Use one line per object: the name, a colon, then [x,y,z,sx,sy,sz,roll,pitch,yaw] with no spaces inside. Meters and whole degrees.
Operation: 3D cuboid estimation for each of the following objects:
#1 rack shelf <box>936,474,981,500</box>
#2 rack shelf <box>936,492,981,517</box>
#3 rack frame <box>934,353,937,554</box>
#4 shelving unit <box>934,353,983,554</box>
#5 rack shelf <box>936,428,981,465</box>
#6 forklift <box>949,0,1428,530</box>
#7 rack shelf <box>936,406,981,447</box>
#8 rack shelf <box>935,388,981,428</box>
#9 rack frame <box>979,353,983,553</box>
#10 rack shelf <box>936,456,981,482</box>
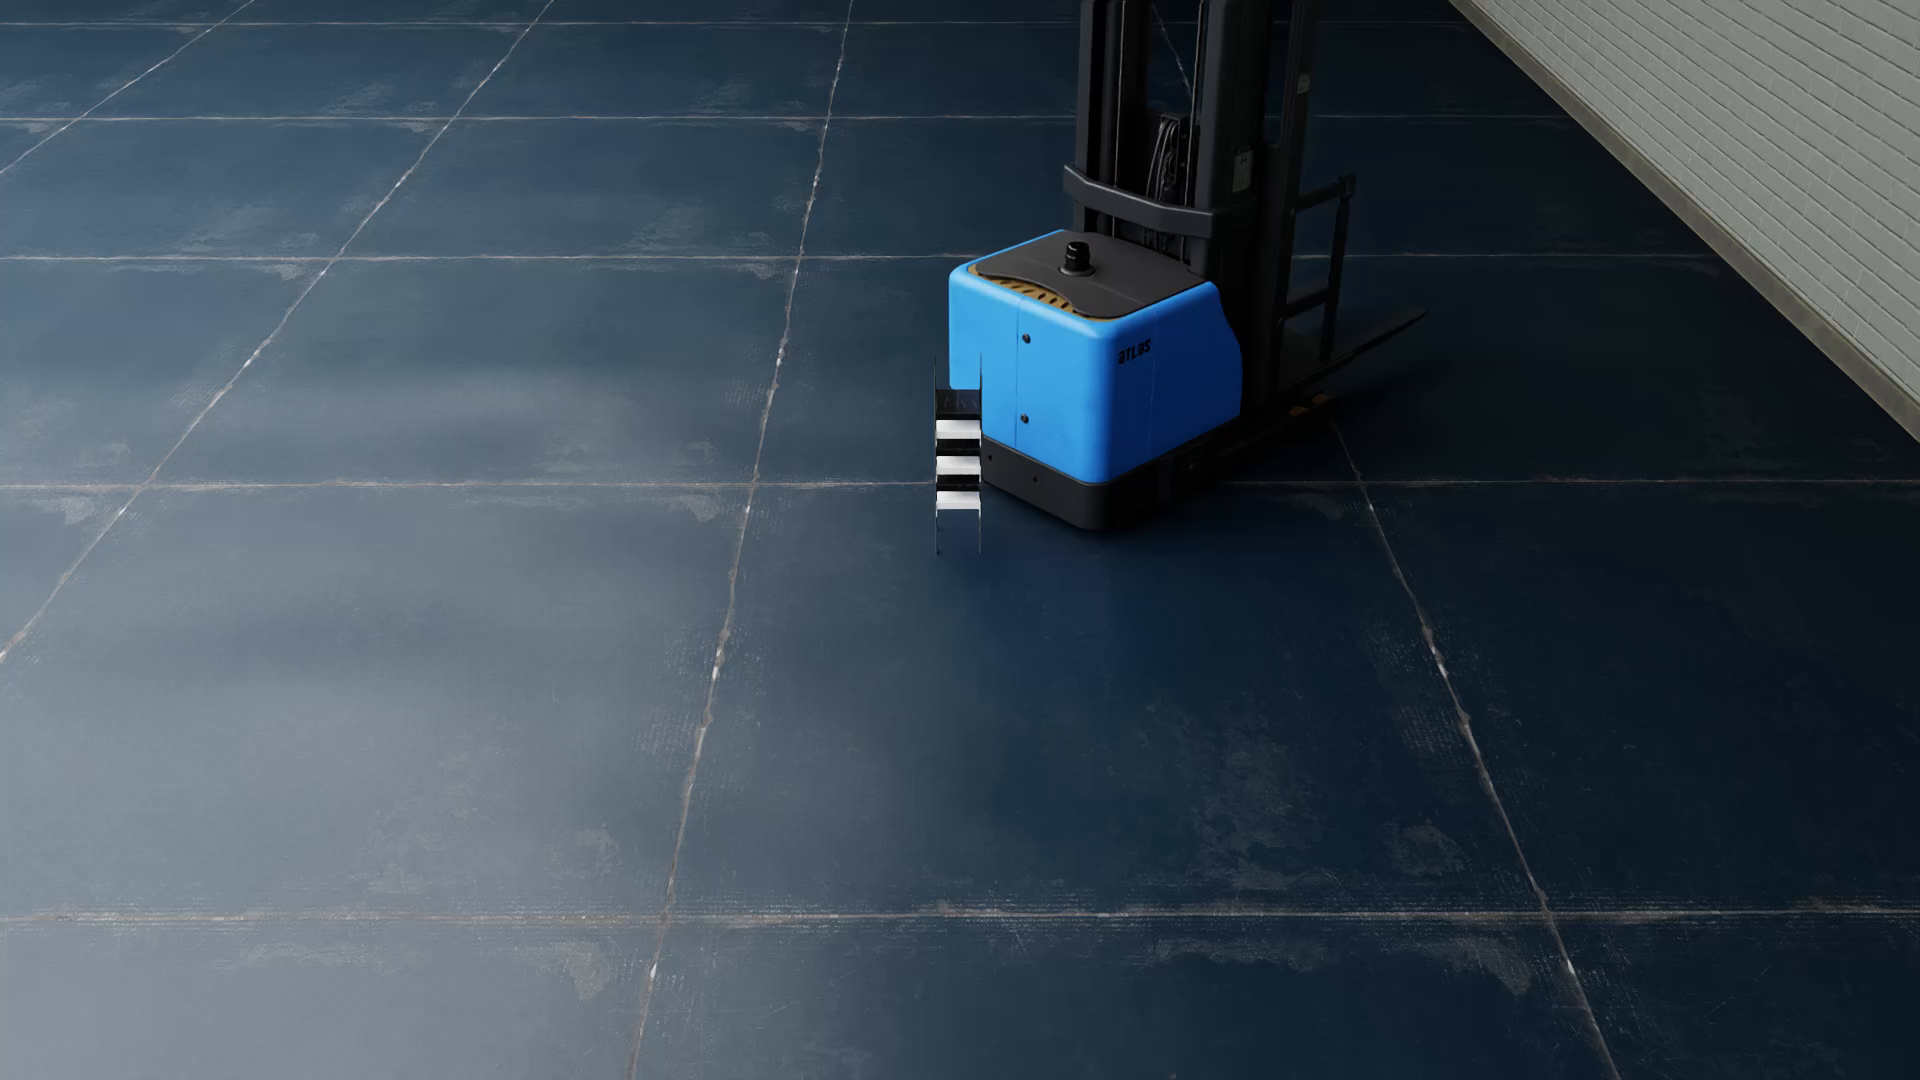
rack shelf: [-0.008,-0.279,7.581,0.200,0.077,0.258,0,31,0]
rack shelf: [-0.008,-0.202,7.627,0.200,0.077,0.258,0,31,0]
rack frame: [-0.110,-0.384,7.516,0.006,0.900,0.240,0,31,0]
shelving unit: [-0.008,-0.385,7.517,0.210,0.900,0.258,0,31,0]
rack shelf: [-0.008,-0.433,7.487,0.200,0.077,0.258,0,31,0]
forklift: [1.345,-1.953,8.144,3.031,2.935,1.130,-26,40,-36]
rack shelf: [-0.008,-0.510,7.440,0.200,0.077,0.258,0,31,0]
rack shelf: [-0.008,-0.587,7.394,0.200,0.077,0.258,0,31,0]
rack frame: [0.094,-0.385,7.517,0.006,0.900,0.240,0,31,0]
rack shelf: [-0.008,-0.356,7.534,0.200,0.077,0.258,0,31,0]
